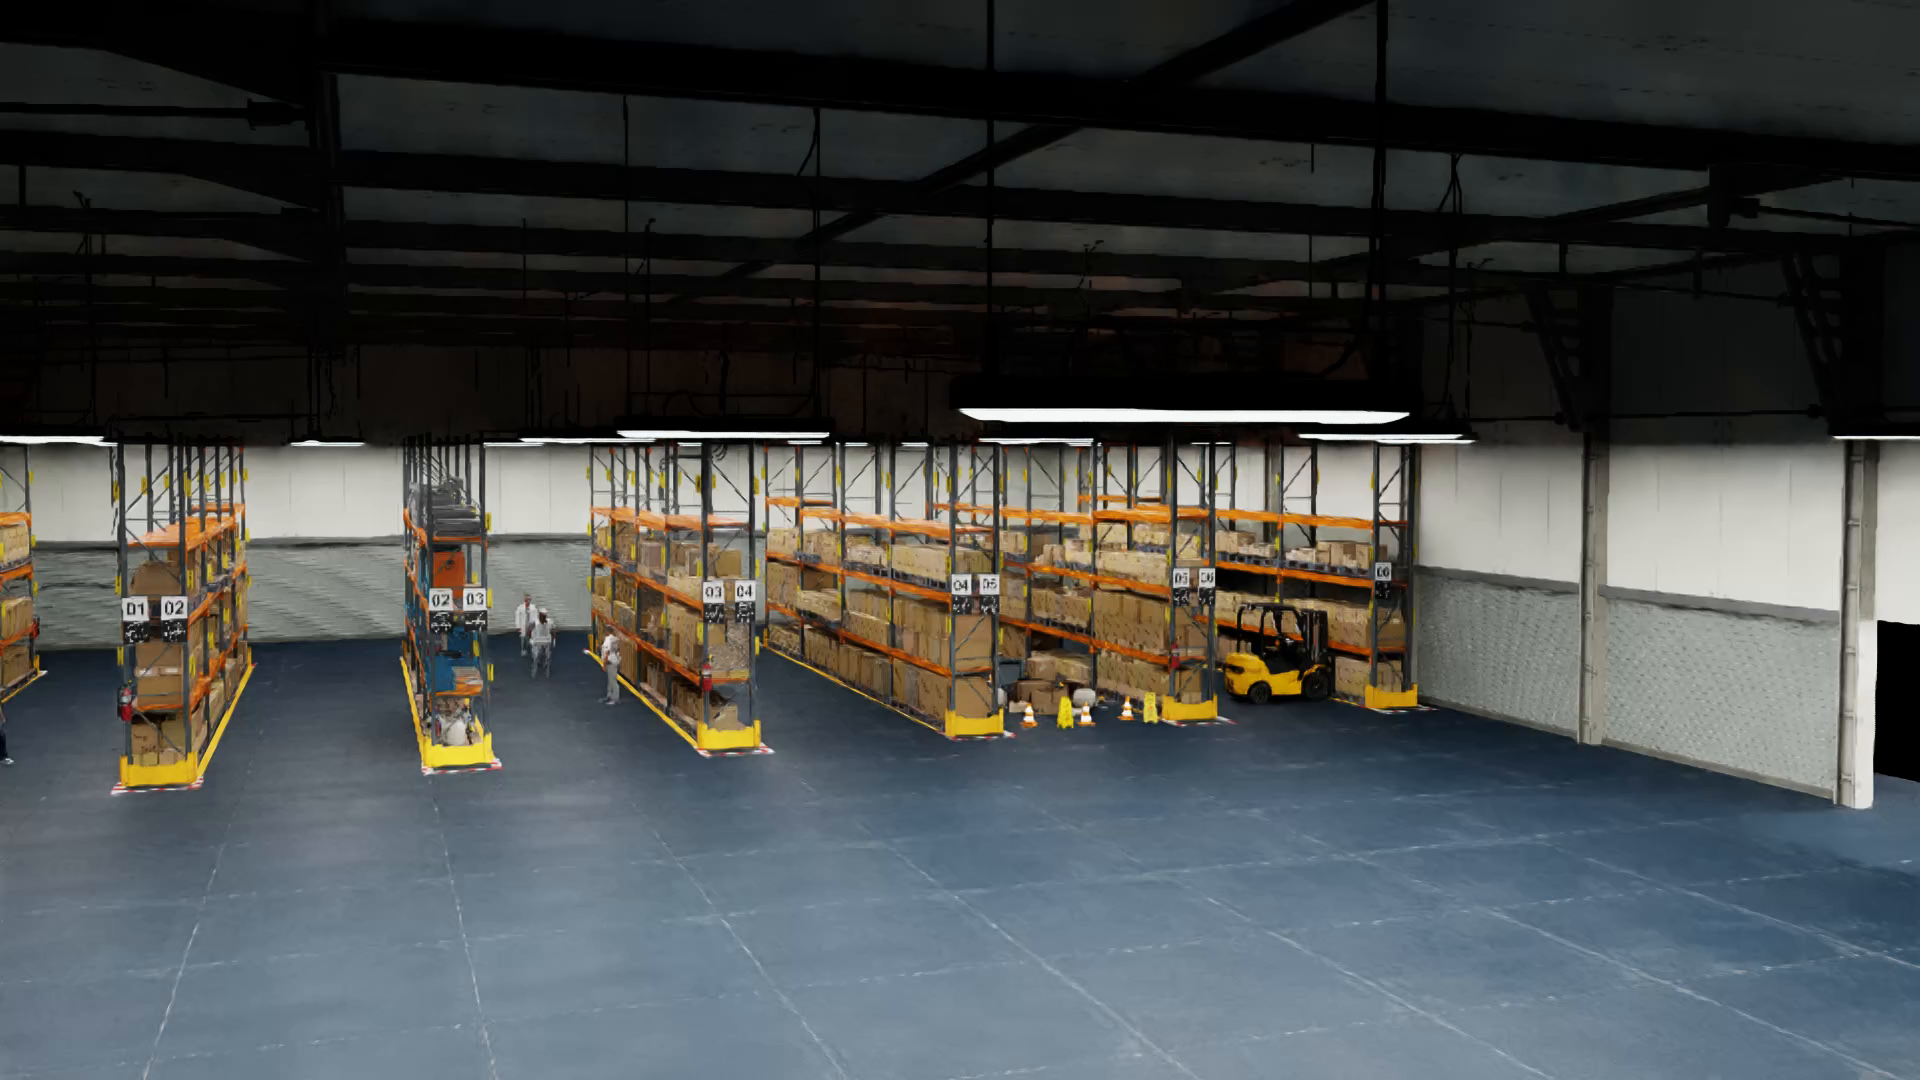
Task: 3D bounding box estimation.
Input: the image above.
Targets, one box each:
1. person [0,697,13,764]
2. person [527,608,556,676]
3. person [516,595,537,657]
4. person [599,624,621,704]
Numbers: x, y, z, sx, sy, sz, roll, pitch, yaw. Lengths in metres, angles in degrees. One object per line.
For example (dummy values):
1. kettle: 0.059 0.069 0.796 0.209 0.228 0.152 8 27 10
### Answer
1. person: -17.508 3.282 30.027 0.573 1.532 0.763 -3 4 -39
2. person: -10.446 2.560 41.577 0.702 1.735 0.549 -1 3 -22
3. person: -11.799 2.338 45.340 0.599 1.696 1.176 -1 3 -18
4. person: -7.854 2.770 37.250 0.578 1.746 0.654 0 3 8
